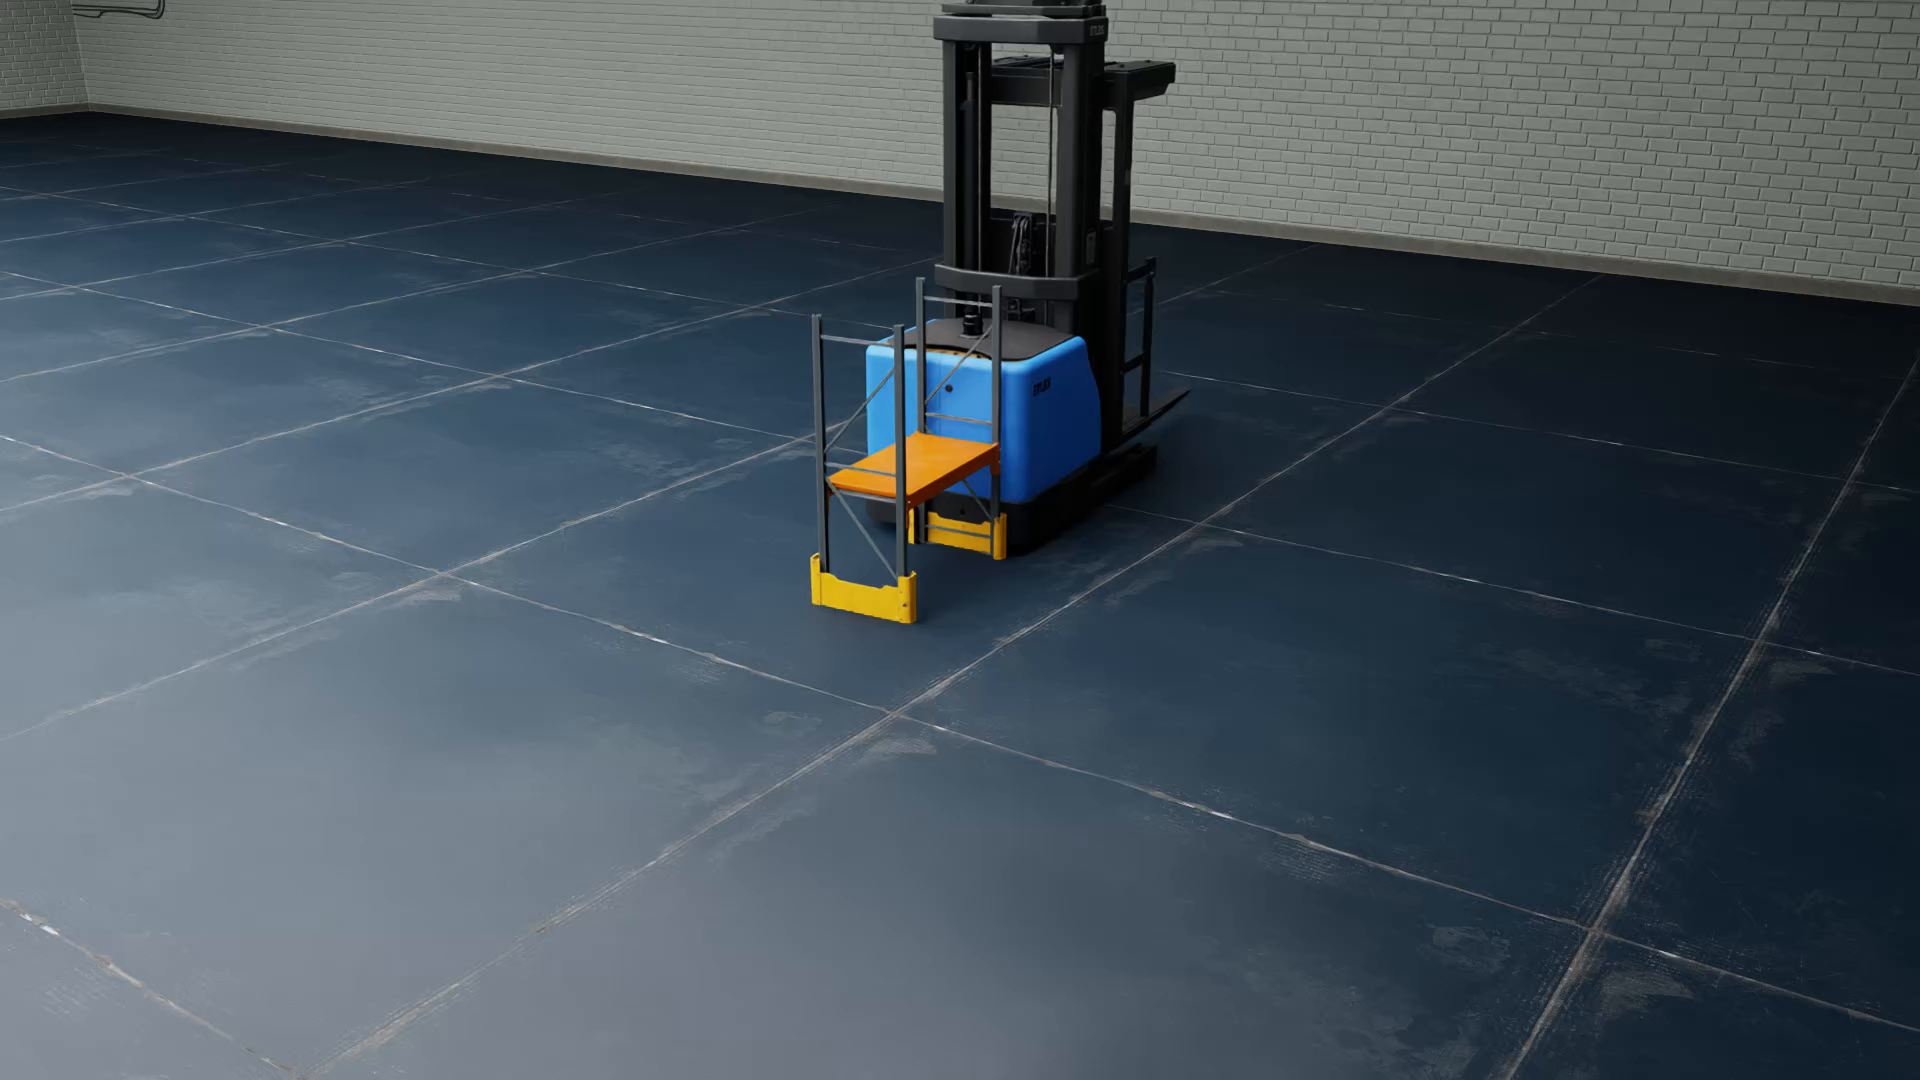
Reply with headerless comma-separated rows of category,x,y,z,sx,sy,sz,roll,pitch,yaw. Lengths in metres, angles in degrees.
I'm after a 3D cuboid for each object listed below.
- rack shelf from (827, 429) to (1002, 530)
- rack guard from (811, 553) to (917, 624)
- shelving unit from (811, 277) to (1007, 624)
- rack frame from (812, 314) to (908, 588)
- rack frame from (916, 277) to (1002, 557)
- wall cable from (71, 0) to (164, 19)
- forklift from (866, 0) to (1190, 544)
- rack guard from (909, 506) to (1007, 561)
rack shelf,-0.247,-0.329,8.647,0.538,0.185,1.000,11,23,26
rack guard,-0.487,0.244,8.382,0.587,0.250,0.087,11,23,26
shelving unit,-0.252,-0.494,8.577,0.587,1.500,1.083,11,23,26
rack frame,-0.487,-0.342,8.164,0.500,1.500,0.032,11,23,26
rack frame,-0.007,-0.653,9.005,0.500,1.500,0.032,11,23,26
wall cable,-15.077,-10.496,29.281,3.097,2.526,0.112,13,24,32
forklift,0.601,-1.819,10.095,1.130,2.935,3.031,11,23,26
rack guard,-0.016,-0.061,9.205,0.587,0.250,0.087,11,23,26
